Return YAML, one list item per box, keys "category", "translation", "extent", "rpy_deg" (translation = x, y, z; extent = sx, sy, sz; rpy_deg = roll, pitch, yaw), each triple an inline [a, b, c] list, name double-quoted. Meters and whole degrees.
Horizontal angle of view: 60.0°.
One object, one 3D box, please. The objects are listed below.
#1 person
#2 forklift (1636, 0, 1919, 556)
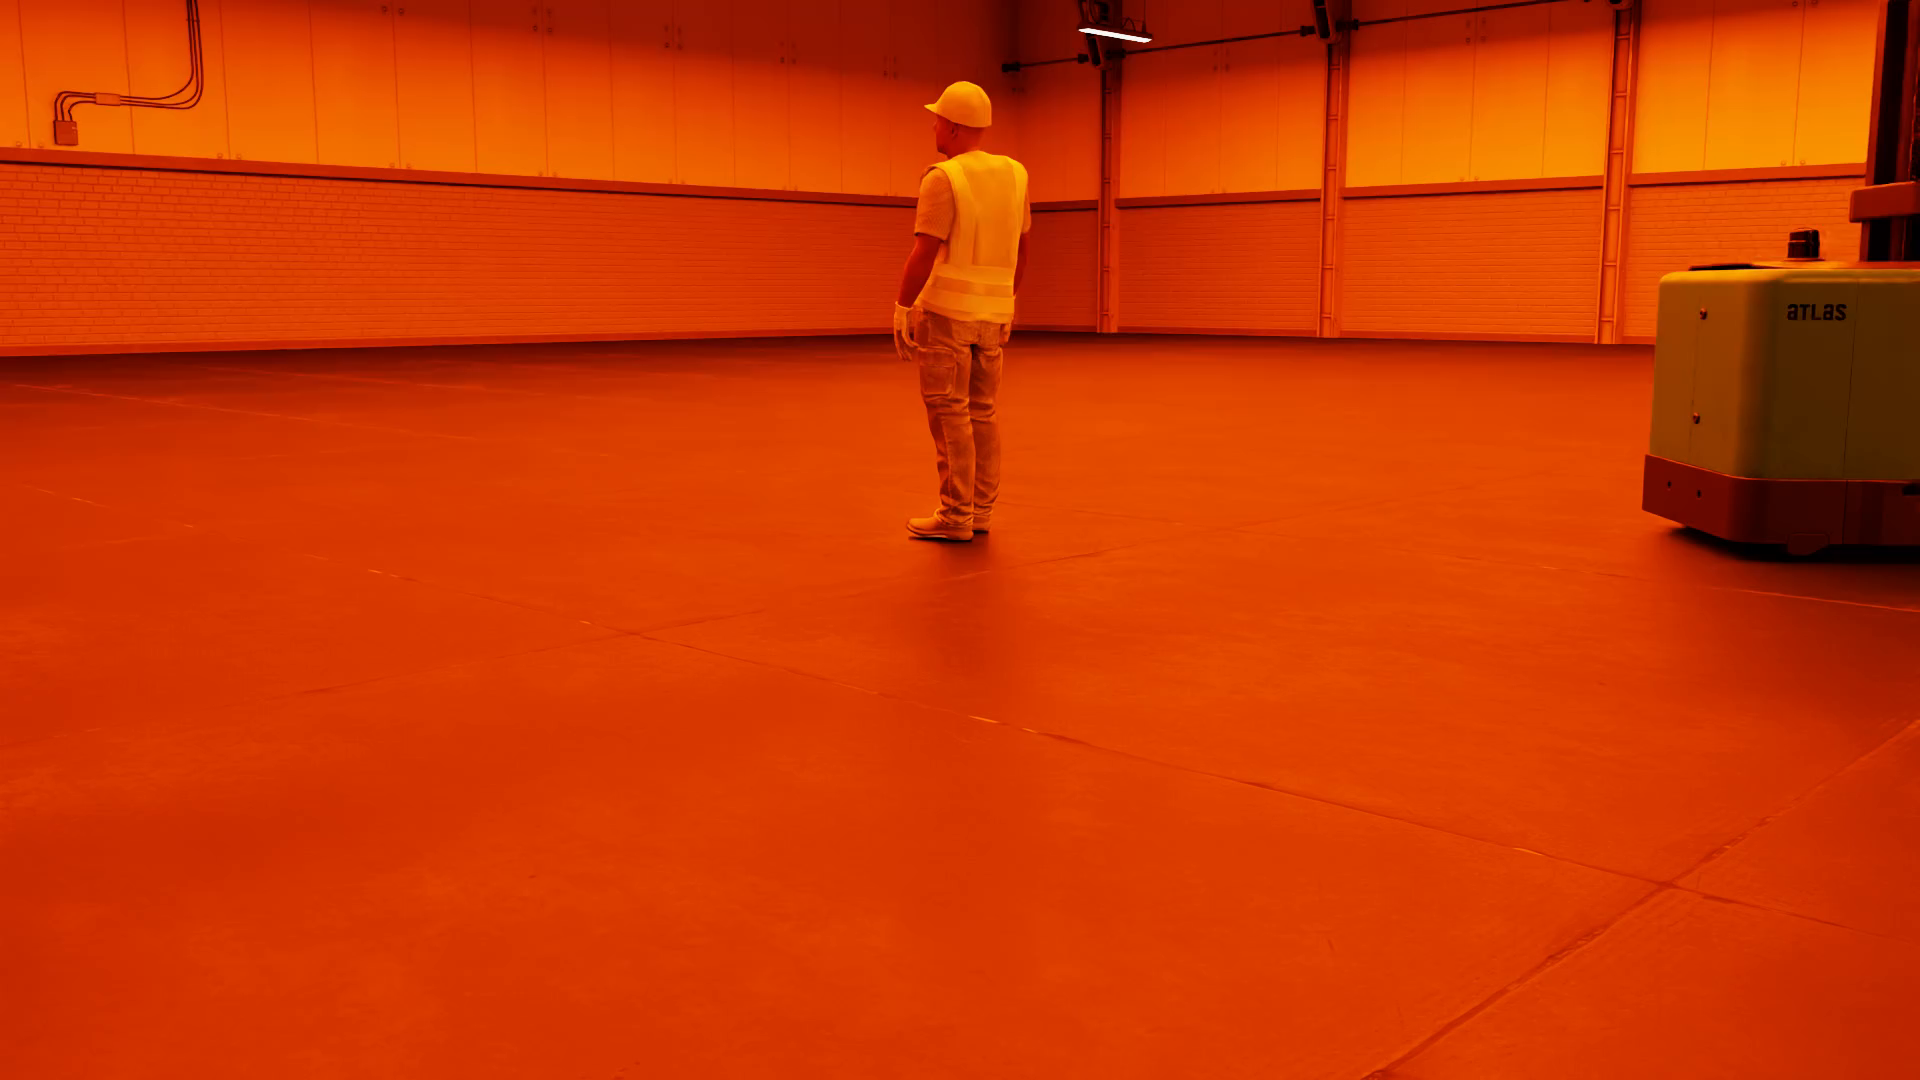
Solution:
- category: "person"
  translation: [-0.046, -0.897, 6.639]
  extent: [0.575, 1.785, 0.657]
  rpy_deg: [8, 12, 43]
- category: "forklift"
  translation: [4.377, -1.433, 6.392]
  extent: [3.031, 2.935, 1.130]
  rpy_deg: [0, 9, 2]
